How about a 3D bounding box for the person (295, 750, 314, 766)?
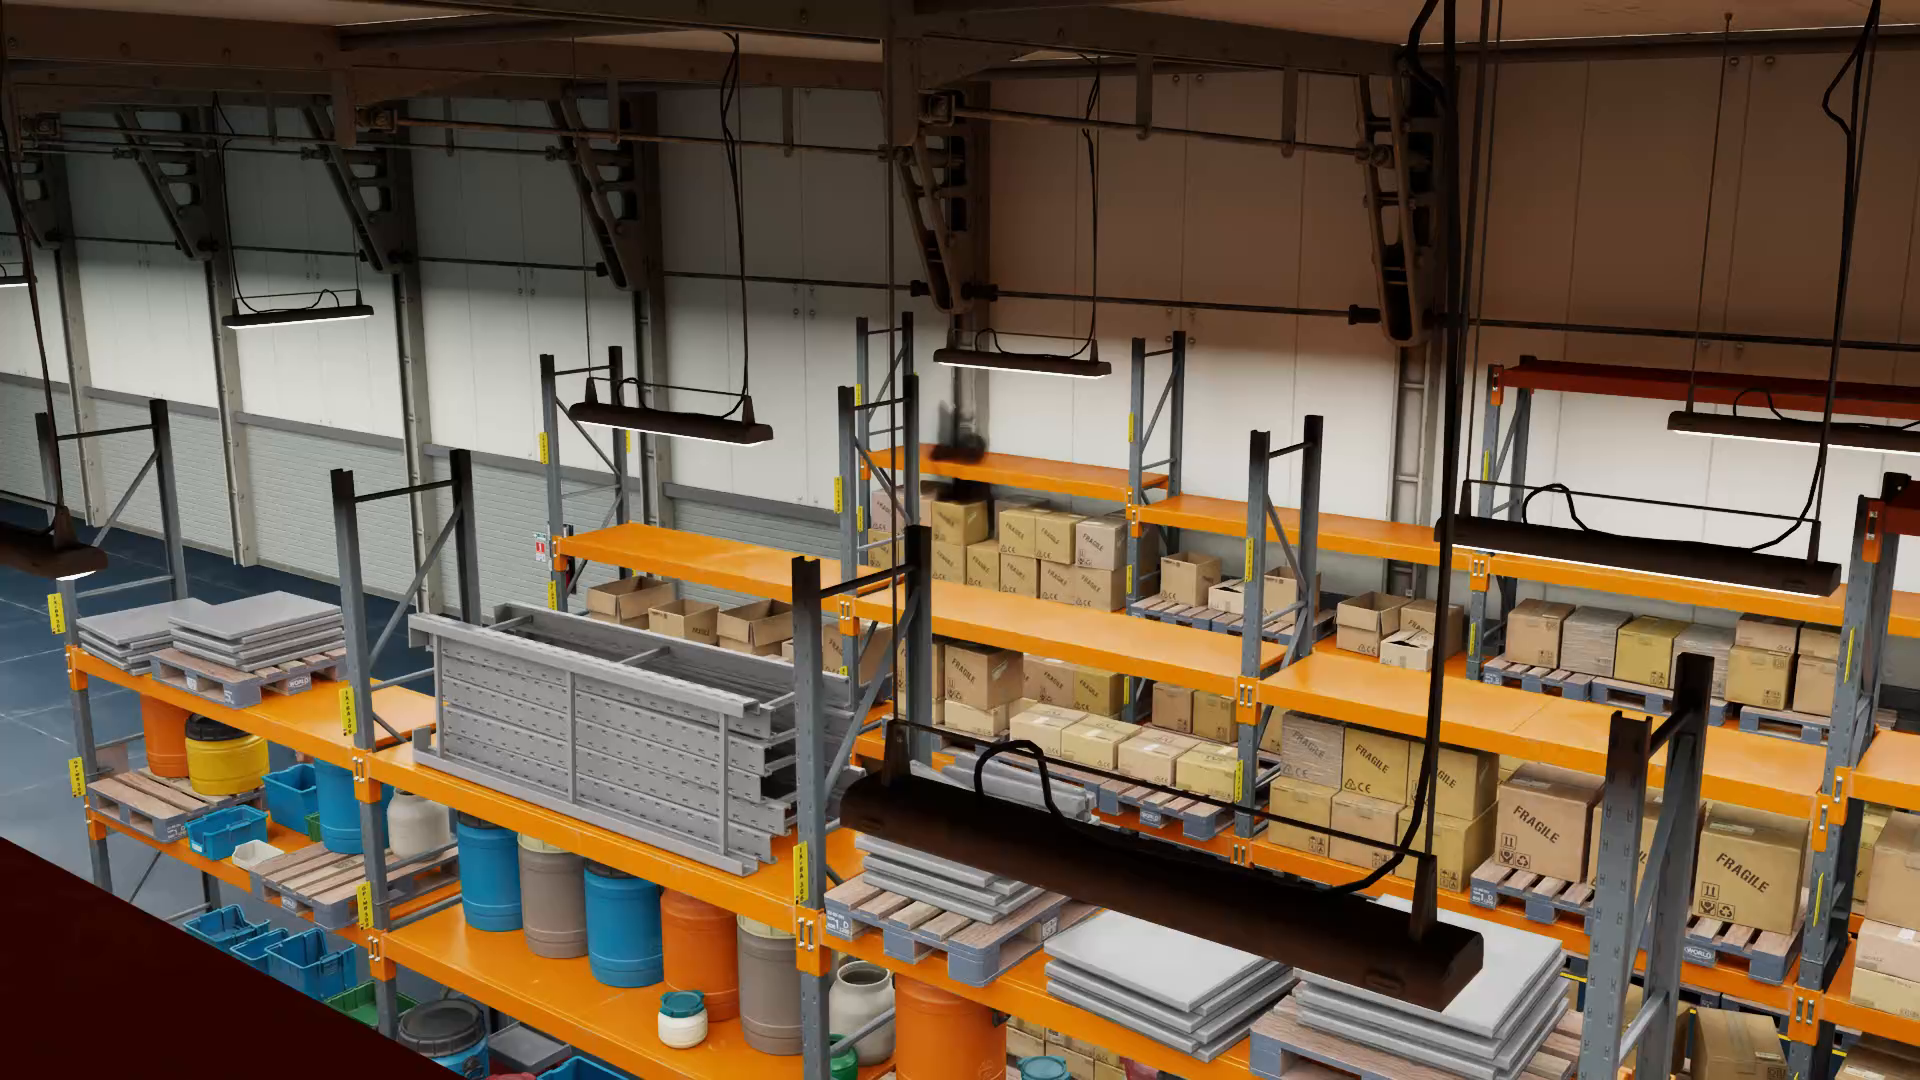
[{"bbox_3d":[-7.107,3.024,18.387,0.728,1.738,0.660,-7,15,-26],"label":"person"}]
